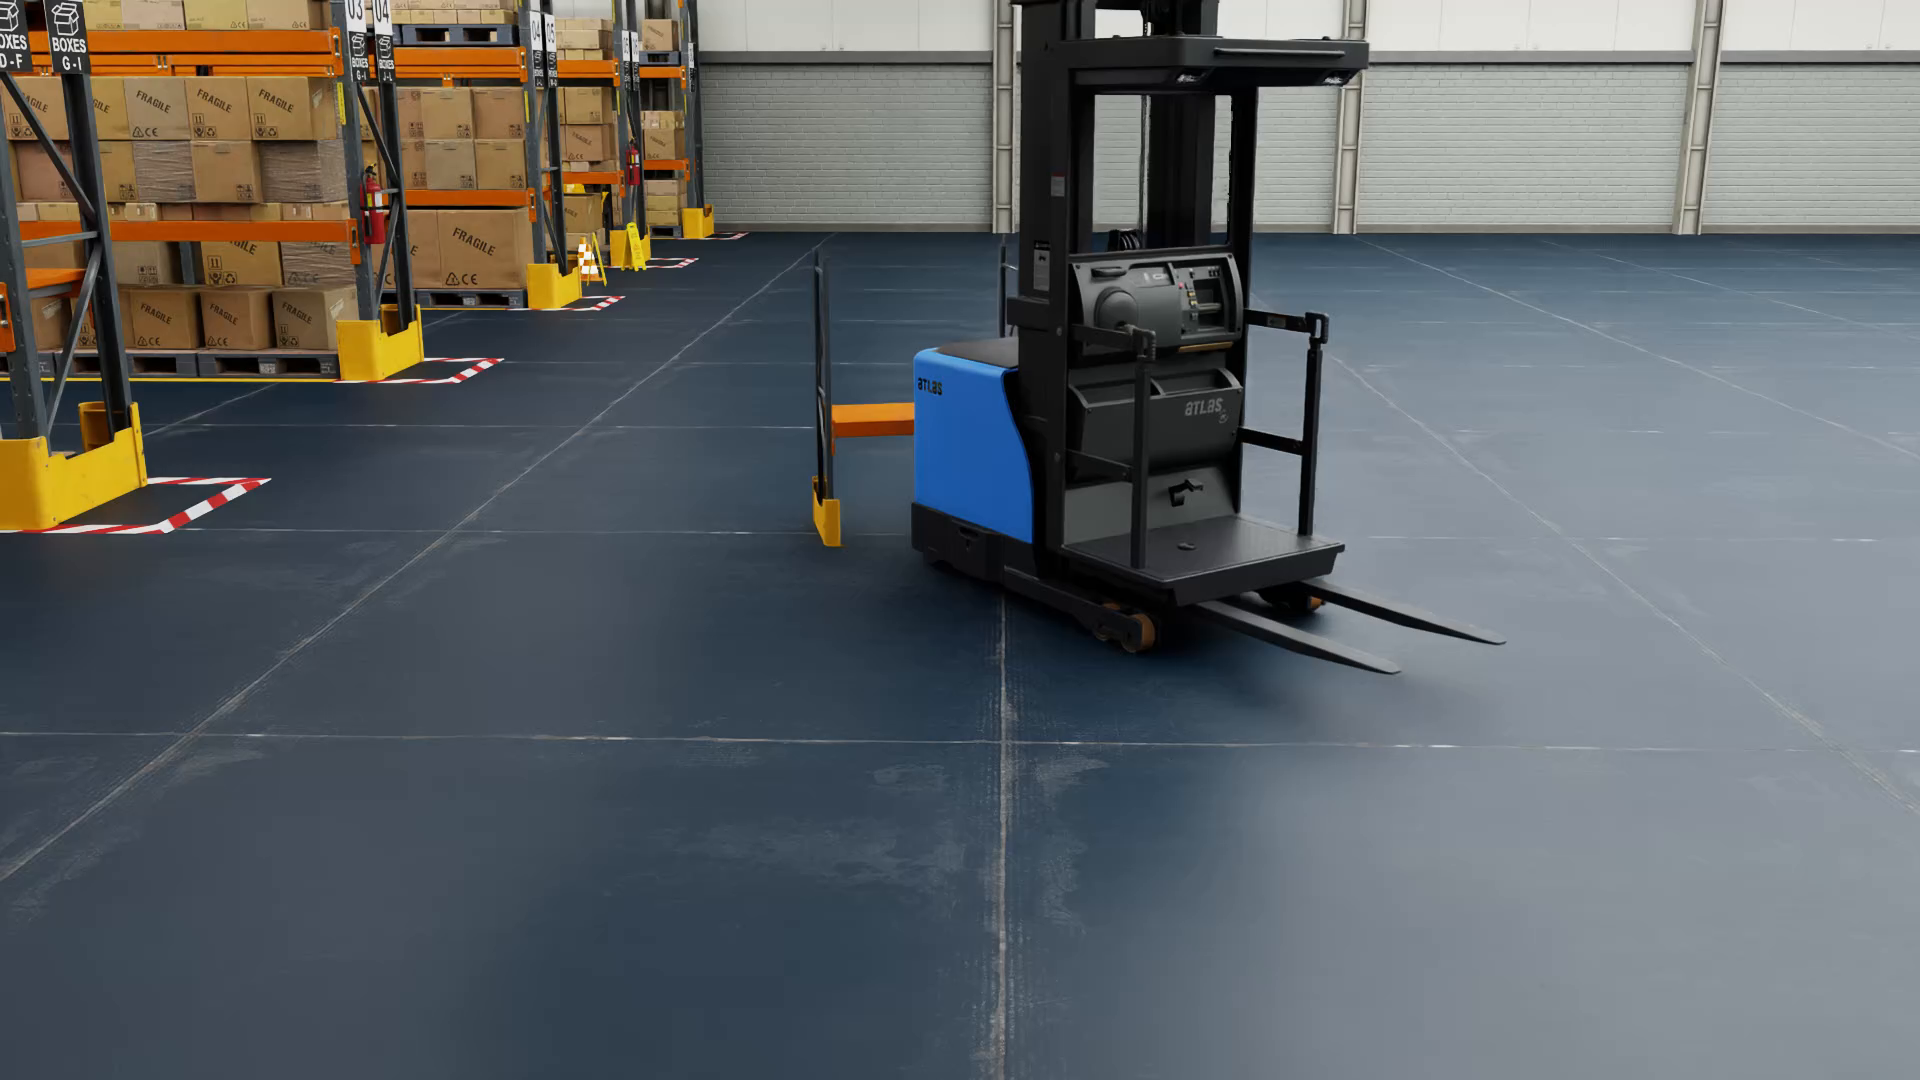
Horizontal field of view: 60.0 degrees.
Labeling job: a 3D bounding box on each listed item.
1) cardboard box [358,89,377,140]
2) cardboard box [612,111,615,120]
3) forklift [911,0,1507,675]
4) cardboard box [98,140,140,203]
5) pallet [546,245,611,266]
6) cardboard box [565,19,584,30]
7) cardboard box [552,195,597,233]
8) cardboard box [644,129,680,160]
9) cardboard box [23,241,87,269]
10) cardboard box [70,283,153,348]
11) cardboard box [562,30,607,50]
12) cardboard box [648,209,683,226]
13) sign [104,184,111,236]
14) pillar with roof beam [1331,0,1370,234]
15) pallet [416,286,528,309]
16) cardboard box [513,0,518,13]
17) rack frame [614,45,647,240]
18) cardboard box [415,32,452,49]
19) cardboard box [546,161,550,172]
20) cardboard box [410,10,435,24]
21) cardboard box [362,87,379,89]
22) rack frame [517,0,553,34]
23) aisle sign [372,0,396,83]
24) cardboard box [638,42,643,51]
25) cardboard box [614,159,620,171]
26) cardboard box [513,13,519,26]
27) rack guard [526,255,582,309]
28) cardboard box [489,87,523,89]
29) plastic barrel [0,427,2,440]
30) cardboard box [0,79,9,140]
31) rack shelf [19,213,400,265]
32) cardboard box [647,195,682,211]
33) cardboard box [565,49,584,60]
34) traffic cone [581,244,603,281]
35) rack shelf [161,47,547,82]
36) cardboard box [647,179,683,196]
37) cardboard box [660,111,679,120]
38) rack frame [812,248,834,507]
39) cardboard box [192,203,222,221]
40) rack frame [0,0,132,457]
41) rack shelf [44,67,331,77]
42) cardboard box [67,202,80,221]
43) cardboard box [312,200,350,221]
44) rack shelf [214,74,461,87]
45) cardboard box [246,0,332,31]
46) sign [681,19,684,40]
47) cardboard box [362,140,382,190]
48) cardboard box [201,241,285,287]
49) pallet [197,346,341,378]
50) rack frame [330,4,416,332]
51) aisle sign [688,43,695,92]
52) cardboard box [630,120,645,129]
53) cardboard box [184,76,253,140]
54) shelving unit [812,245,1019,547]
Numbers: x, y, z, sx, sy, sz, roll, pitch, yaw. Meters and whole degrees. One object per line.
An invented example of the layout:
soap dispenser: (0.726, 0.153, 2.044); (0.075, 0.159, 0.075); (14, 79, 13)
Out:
cardboard box: (-6.708, -4.786, 18.691); (0.500, 0.550, 0.875); (0, 15, 1)
cardboard box: (-5.931, -7.157, 28.035); (0.250, 0.149, 0.380); (1, 15, 3)
forklift: (1.002, -1.078, 7.181); (1.130, 2.935, 3.031); (-10, 18, -33)
cardboard box: (-6.974, -3.123, 14.016); (0.500, 0.500, 0.875); (0, 15, 1)
pallet: (-5.558, -4.120, 24.044); (1.213, 0.211, 1.003); (0, 15, 1)
cardboard box: (-5.273, -7.107, 22.946); (0.250, 0.149, 0.380); (1, 15, 2)
cardboard box: (-5.478, -4.629, 23.601); (0.500, 0.500, 0.500); (0, 15, 2)
cardboard box: (-5.046, -6.704, 28.175); (0.500, 0.500, 0.500); (0, 15, 0)
cardboard box: (-10.282, -3.321, 19.133); (0.750, 0.750, 1.050); (0, 15, 1)
cardboard box: (-7.328, -1.949, 14.422); (0.500, 0.500, 0.500); (-1, 15, -4)
cardboard box: (-5.189, -6.910, 22.983); (0.500, 0.250, 0.500); (0, 15, 1)
cardboard box: (-5.025, -5.516, 28.433); (0.500, 0.250, 0.500); (0, 15, 2)
sign: (-5.032, -1.938, 9.762); (0.005, 0.325, 0.100); (0, 15, 1)
pillar with roof beam: (6.666, -8.679, 24.095); (0.400, 9.000, 9.100); (0, 15, 1)
pallet: (-5.497, -2.828, 19.145); (1.213, 0.211, 1.003); (0, 15, 1)
cardboard box: (-5.172, -6.033, 18.637); (0.500, 0.250, 0.500); (0, 15, 1)
rack frame: (-4.671, -5.454, 23.632); (0.127, 3.000, 1.000); (0, 15, 1)
cardboard box: (-7.220, -6.921, 23.025); (0.500, 0.250, 0.500); (1, 15, 2)
cardboard box: (-5.820, -5.255, 23.370); (0.250, 0.149, 0.380); (1, 15, 2)
cardboard box: (-5.798, -5.692, 18.128); (0.250, 0.149, 0.380); (1, 15, 2)
cardboard box: (-8.235, -6.097, 23.332); (0.500, 0.500, 0.700); (0, 15, 1)
rack frame: (-4.696, -7.092, 18.079); (0.127, 3.000, 1.000); (0, 15, 1)
aisle sign: (-4.854, -4.260, 14.010); (0.004, 0.787, 0.394); (0, 15, 1)
cardboard box: (-5.384, -8.228, 27.740); (0.250, 0.149, 0.380); (0, 15, 0)
cardboard box: (-5.005, -5.387, 23.872); (0.250, 0.149, 0.380); (0, 15, 2)
cardboard box: (-5.031, -5.855, 18.746); (0.250, 0.149, 0.380); (0, 15, 2)
rack guard: (-4.672, -2.982, 19.163); (0.348, 0.500, 1.175); (0, 15, 1)
cardboard box: (-6.205, -6.059, 23.188); (0.500, 0.500, 0.700); (0, 15, 1)
plastic barrel: (-5.710, -0.648, 9.472); (0.421, 0.512, 0.421); (0, 15, 0)
cardboard box: (-7.979, -3.558, 13.706); (0.500, 0.500, 0.500); (0, 15, 1)
rack shelf: (-6.923, -2.592, 14.194); (4.000, 0.370, 1.077); (0, 15, 1)
cardboard box: (-5.042, -5.758, 28.373); (0.500, 0.250, 0.500); (0, 15, 1)
cardboard box: (-5.284, -6.707, 22.994); (0.250, 0.149, 0.380); (0, 15, 2)
traffic cone: (-4.822, -3.616, 21.638); (0.334, 0.463, 0.336); (0, 15, 1)
rack shelf: (-6.695, -5.306, 18.603); (4.000, 0.370, 1.077); (0, 15, 1)
cardboard box: (-5.016, -6.000, 28.309); (0.500, 0.250, 0.500); (1, 15, 3)
cardboard box: (-4.911, -7.174, 28.102); (0.250, 0.149, 0.380); (0, 15, 2)
rack frame: (-0.723, -0.766, 8.802); (0.032, 1.500, 0.500); (-3, 15, -11)
cardboard box: (-6.213, -2.762, 13.923); (0.250, 0.149, 0.380); (0, 15, 1)
rack frame: (-5.050, -1.664, 9.265); (0.127, 3.000, 1.000); (0, 15, 1)
rack shelf: (-10.669, -6.596, 23.489); (4.000, 0.370, 1.077); (0, 15, 1)
cardboard box: (-7.215, -2.747, 13.864); (0.250, 0.149, 0.380); (0, 15, 1)
cardboard box: (-5.214, -2.754, 13.892); (0.250, 0.149, 0.380); (0, 15, 1)
rack shelf: (-10.546, -7.861, 28.287); (4.000, 0.370, 1.077); (0, 15, 1)
cardboard box: (-5.412, -4.243, 13.456); (0.500, 0.250, 0.500); (1, 15, 3)
sign: (-4.575, -8.422, 27.420); (0.005, 0.325, 0.100); (0, 15, 1)
cardboard box: (-6.706, -4.281, 18.892); (0.500, 0.550, 0.875); (0, 15, 1)
cardboard box: (-8.068, -3.371, 19.078); (0.875, 0.875, 0.875); (1, 15, 2)
pallet: (-5.811, -1.593, 14.465); (1.213, 0.211, 1.003); (0, 15, 1)
rack frame: (-4.924, -2.927, 14.053); (0.127, 3.000, 1.000); (0, 15, 1)
aisle sign: (-4.489, -7.901, 27.813); (0.004, 0.787, 0.394); (0, 15, 1)
cardboard box: (-5.415, -7.024, 28.115); (0.250, 0.149, 0.380); (1, 15, 2)
cardboard box: (-5.980, -3.545, 13.656); (0.500, 0.500, 0.500); (0, 15, 1)
shelving unit: (-0.233, -0.790, 8.894); (1.083, 1.500, 0.587); (-3, 15, -11)
